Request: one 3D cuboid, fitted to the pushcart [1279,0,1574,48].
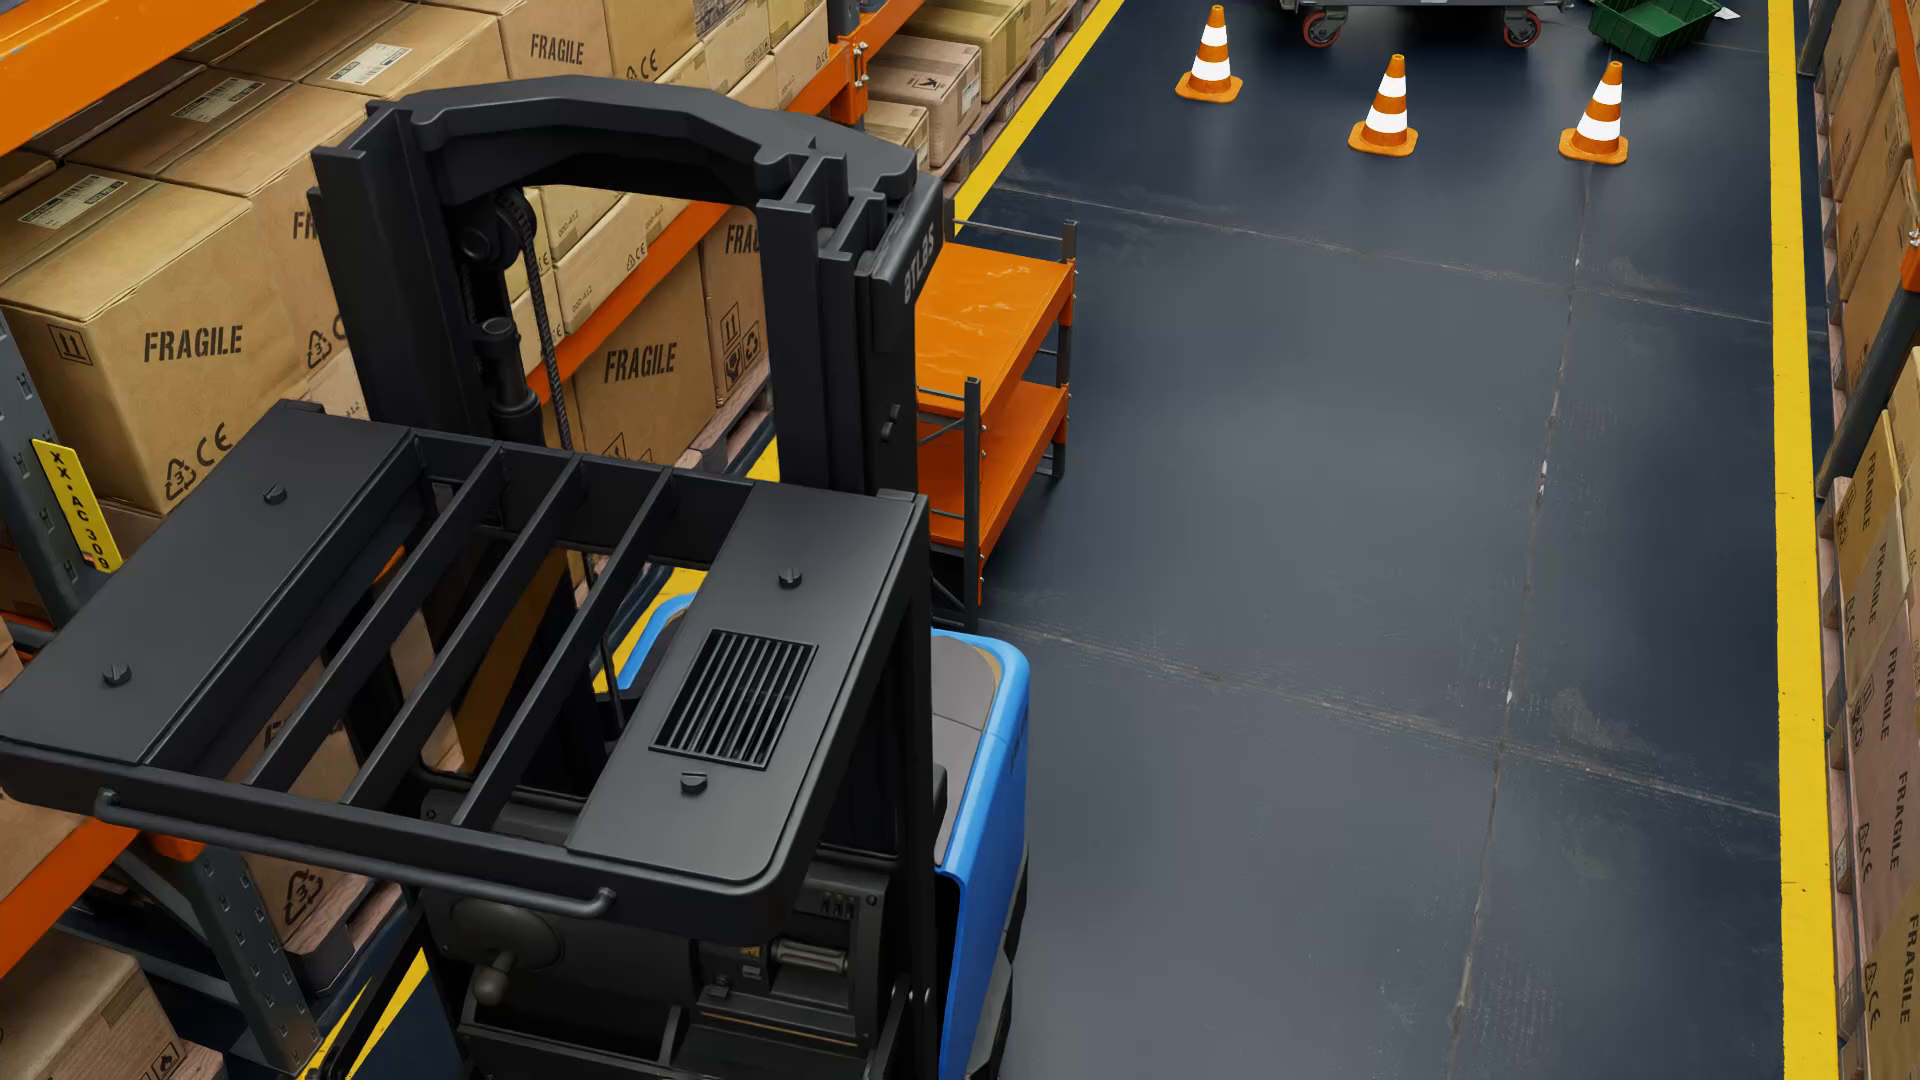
[{"bbox_3d":[2.641,-3.227,9.742,1.648,0.377,0.936,0,40,0],"label":"pushcart"}]

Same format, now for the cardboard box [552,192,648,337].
[{"bbox_3d":[-1.311,-0.902,5.111,0.500,0.250,0.500,13,42,14],"label":"cardboard box"}]

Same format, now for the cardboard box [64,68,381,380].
[{"bbox_3d":[-1.686,-0.761,3.983,0.500,0.500,0.500,13,42,15],"label":"cardboard box"}]

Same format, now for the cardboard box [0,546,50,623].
[{"bbox_3d":[-2.338,-0.094,4.164,0.500,0.250,0.500,12,42,14],"label":"cardboard box"}]

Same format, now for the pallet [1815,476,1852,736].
[{"bbox_3d":[3.531,0.313,5.720,1.003,0.211,1.213,13,42,15],"label":"pallet"}]

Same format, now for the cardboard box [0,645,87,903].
[{"bbox_3d":[-2.173,0.480,3.299,0.500,0.500,0.500,14,42,15],"label":"cardboard box"}]

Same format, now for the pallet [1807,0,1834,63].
[{"bbox_3d":[5.501,-3.049,9.661,1.003,0.211,1.213,13,42,15],"label":"pallet"}]

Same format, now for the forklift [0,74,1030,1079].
[{"bbox_3d":[-0.644,0.825,3.025,1.130,2.935,3.031,9,41,10],"label":"forklift"}]

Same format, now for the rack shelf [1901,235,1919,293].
[{"bbox_3d":[3.116,0.270,4.177,1.077,0.370,4.000,13,42,15],"label":"rack shelf"}]

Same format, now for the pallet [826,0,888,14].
[{"bbox_3d":[-0.743,-2.646,7.188,1.213,0.211,1.003,13,42,15],"label":"pallet"}]

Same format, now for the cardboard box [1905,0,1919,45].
[{"bbox_3d":[4.044,-2.205,6.446,0.500,0.500,0.500,13,42,14],"label":"cardboard box"}]

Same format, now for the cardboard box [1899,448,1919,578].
[{"bbox_3d":[3.163,-0.042,5.013,0.500,0.250,0.500,13,42,15],"label":"cardboard box"}]

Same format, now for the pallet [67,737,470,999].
[{"bbox_3d":[-2.061,0.752,5.206,1.003,0.211,1.213,13,42,15],"label":"pallet"}]

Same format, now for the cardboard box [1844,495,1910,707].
[{"bbox_3d":[3.149,0.250,5.249,0.500,0.500,0.500,14,42,16],"label":"cardboard box"}]

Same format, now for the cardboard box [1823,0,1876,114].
[{"bbox_3d":[5.040,-2.569,8.360,1.050,0.750,0.750,13,42,15],"label":"cardboard box"}]

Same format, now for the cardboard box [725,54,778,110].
[{"bbox_3d":[-0.976,-1.523,5.839,0.500,0.250,0.500,14,42,16],"label":"cardboard box"}]

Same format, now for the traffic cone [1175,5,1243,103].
[{"bbox_3d":[1.373,-2.668,9.021,0.336,0.463,0.334,13,42,15],"label":"traffic cone"}]

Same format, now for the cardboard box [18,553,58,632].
[{"bbox_3d":[-1.856,0.026,4.024,0.500,0.250,0.500,12,42,14],"label":"cardboard box"}]

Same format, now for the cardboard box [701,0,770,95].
[{"bbox_3d":[-0.985,-1.729,5.695,0.500,0.250,0.500,12,42,14],"label":"cardboard box"}]

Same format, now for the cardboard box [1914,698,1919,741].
[{"bbox_3d":[2.805,0.575,4.289,0.500,0.250,0.500,12,42,13],"label":"cardboard box"}]

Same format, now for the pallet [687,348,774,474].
[{"bbox_3d":[-1.227,-0.736,6.950,1.003,0.211,1.213,13,42,15],"label":"pallet"}]

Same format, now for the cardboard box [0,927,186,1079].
[{"bbox_3d":[-2.570,1.353,4.004,0.875,0.438,0.875,13,42,14],"label":"cardboard box"}]

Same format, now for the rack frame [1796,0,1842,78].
[{"bbox_3d":[5.167,-3.664,8.233,1.000,3.000,0.127,13,42,15],"label":"rack frame"}]

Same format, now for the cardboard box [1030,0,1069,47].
[{"bbox_3d":[0.062,-3.101,9.275,0.950,0.372,0.625,16,43,18],"label":"cardboard box"}]

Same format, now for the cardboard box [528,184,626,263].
[{"bbox_3d":[-1.319,-1.095,4.953,0.500,0.250,0.500,12,42,14],"label":"cardboard box"}]

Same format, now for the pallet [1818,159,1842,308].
[{"bbox_3d":[4.559,-1.369,7.692,1.003,0.211,1.213,13,42,15],"label":"pallet"}]

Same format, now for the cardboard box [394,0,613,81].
[{"bbox_3d":[-1.341,-1.383,4.712,0.500,0.500,0.500,13,42,14],"label":"cardboard box"}]

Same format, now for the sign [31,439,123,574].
[{"bbox_3d":[-1.732,-0.058,3.279,0.100,0.325,0.005,13,42,15],"label":"sign"}]

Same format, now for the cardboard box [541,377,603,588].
[{"bbox_3d":[-1.816,-0.121,5.395,0.875,0.875,0.875,14,43,16],"label":"cardboard box"}]

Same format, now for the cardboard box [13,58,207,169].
[{"bbox_3d":[-2.168,-0.885,4.129,0.500,0.500,0.500,14,42,16],"label":"cardboard box"}]

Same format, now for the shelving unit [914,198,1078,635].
[{"bbox_3d":[-0.002,-0.424,5.880,0.538,1.125,1.048,13,42,15],"label":"shelving unit"}]

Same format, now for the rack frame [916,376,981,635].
[{"bbox_3d":[-0.176,-0.114,5.517,0.500,1.125,0.032,13,42,15],"label":"rack frame"}]

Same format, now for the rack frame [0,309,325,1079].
[{"bbox_3d":[-2.255,0.179,3.729,1.000,3.000,0.127,13,42,15],"label":"rack frame"}]

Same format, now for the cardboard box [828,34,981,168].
[{"bbox_3d":[-0.439,-2.215,8.236,0.950,0.372,0.625,13,42,14],"label":"cardboard box"}]

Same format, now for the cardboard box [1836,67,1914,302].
[{"bbox_3d":[4.388,-1.413,7.005,1.050,0.750,0.750,14,42,16],"label":"cardboard box"}]

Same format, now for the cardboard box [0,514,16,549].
[{"bbox_3d":[-2.332,-0.277,3.994,0.500,0.250,0.500,13,42,15],"label":"cardboard box"}]

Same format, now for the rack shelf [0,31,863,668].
[{"bbox_3d":[-1.571,-0.767,5.393,1.077,0.370,4.000,13,42,15],"label":"rack shelf"}]

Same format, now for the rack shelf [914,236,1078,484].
[{"bbox_3d":[-0.002,-0.646,5.690,0.538,0.278,1.000,13,42,15],"label":"rack shelf"}]

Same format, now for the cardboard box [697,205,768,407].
[{"bbox_3d":[-1.201,-1.210,6.670,0.875,0.875,0.875,13,42,15],"label":"cardboard box"}]

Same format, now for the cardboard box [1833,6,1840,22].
[{"bbox_3d":[5.448,-3.383,9.218,0.875,0.875,0.875,14,42,16],"label":"cardboard box"}]

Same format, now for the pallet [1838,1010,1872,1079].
[{"bbox_3d":[2.697,1.801,3.976,1.003,0.211,1.213,13,42,15],"label":"pallet"}]

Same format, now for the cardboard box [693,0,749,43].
[{"bbox_3d":[-0.985,-1.991,5.425,0.500,0.500,0.500,14,42,16],"label":"cardboard box"}]

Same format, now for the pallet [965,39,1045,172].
[{"bbox_3d":[-0.199,-2.418,8.921,1.003,0.211,1.213,13,42,15],"label":"pallet"}]

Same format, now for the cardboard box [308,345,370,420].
[{"bbox_3d":[-1.687,-0.484,4.237,0.500,0.250,0.500,14,42,16],"label":"cardboard box"}]

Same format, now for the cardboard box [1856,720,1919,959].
[{"bbox_3d":[2.803,0.875,4.516,0.500,0.500,0.500,12,42,14],"label":"cardboard box"}]

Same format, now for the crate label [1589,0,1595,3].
[{"bbox_3d":[3.890,-3.338,10.057,0.298,0.136,0.250,-13,42,-15],"label":"crate label"}]
